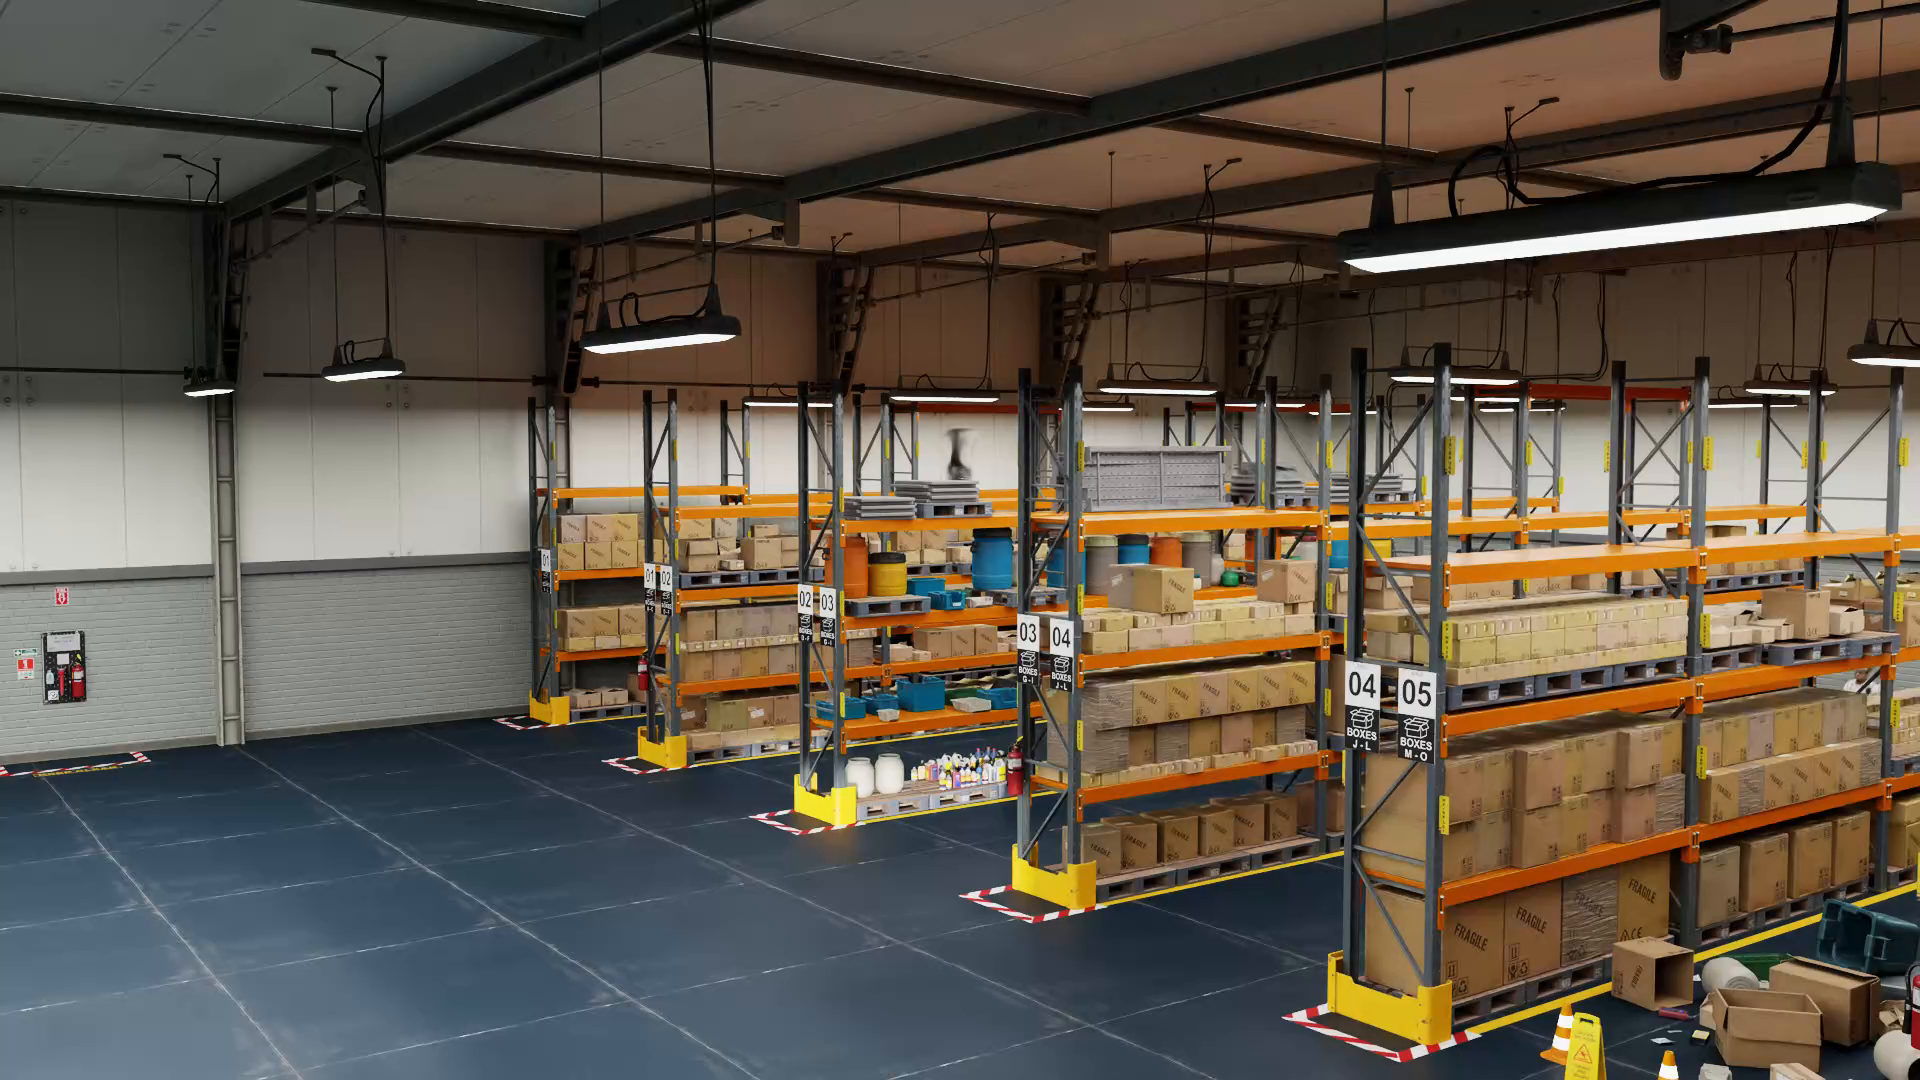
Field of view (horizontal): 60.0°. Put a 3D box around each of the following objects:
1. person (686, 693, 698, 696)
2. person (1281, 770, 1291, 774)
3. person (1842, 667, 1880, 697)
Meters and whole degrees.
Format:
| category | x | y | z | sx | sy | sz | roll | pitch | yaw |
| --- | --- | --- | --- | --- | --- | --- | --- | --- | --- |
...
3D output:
| category | x | y | z | sx | sy | sz | roll | pitch | yaw |
| --- | --- | --- | --- | --- | --- | --- | --- | --- | --- |
| person | -4.823 | 2.665 | 29.253 | 0.563 | 1.585 | 0.690 | 2 | 4 | 36 |
| person | 5.382 | 2.852 | 26.132 | 0.957 | 1.626 | 0.606 | -3 | 5 | -43 |
| person | 14.007 | 2.774 | 25.800 | 0.631 | 1.764 | 0.685 | -3 | 4 | -41 |
